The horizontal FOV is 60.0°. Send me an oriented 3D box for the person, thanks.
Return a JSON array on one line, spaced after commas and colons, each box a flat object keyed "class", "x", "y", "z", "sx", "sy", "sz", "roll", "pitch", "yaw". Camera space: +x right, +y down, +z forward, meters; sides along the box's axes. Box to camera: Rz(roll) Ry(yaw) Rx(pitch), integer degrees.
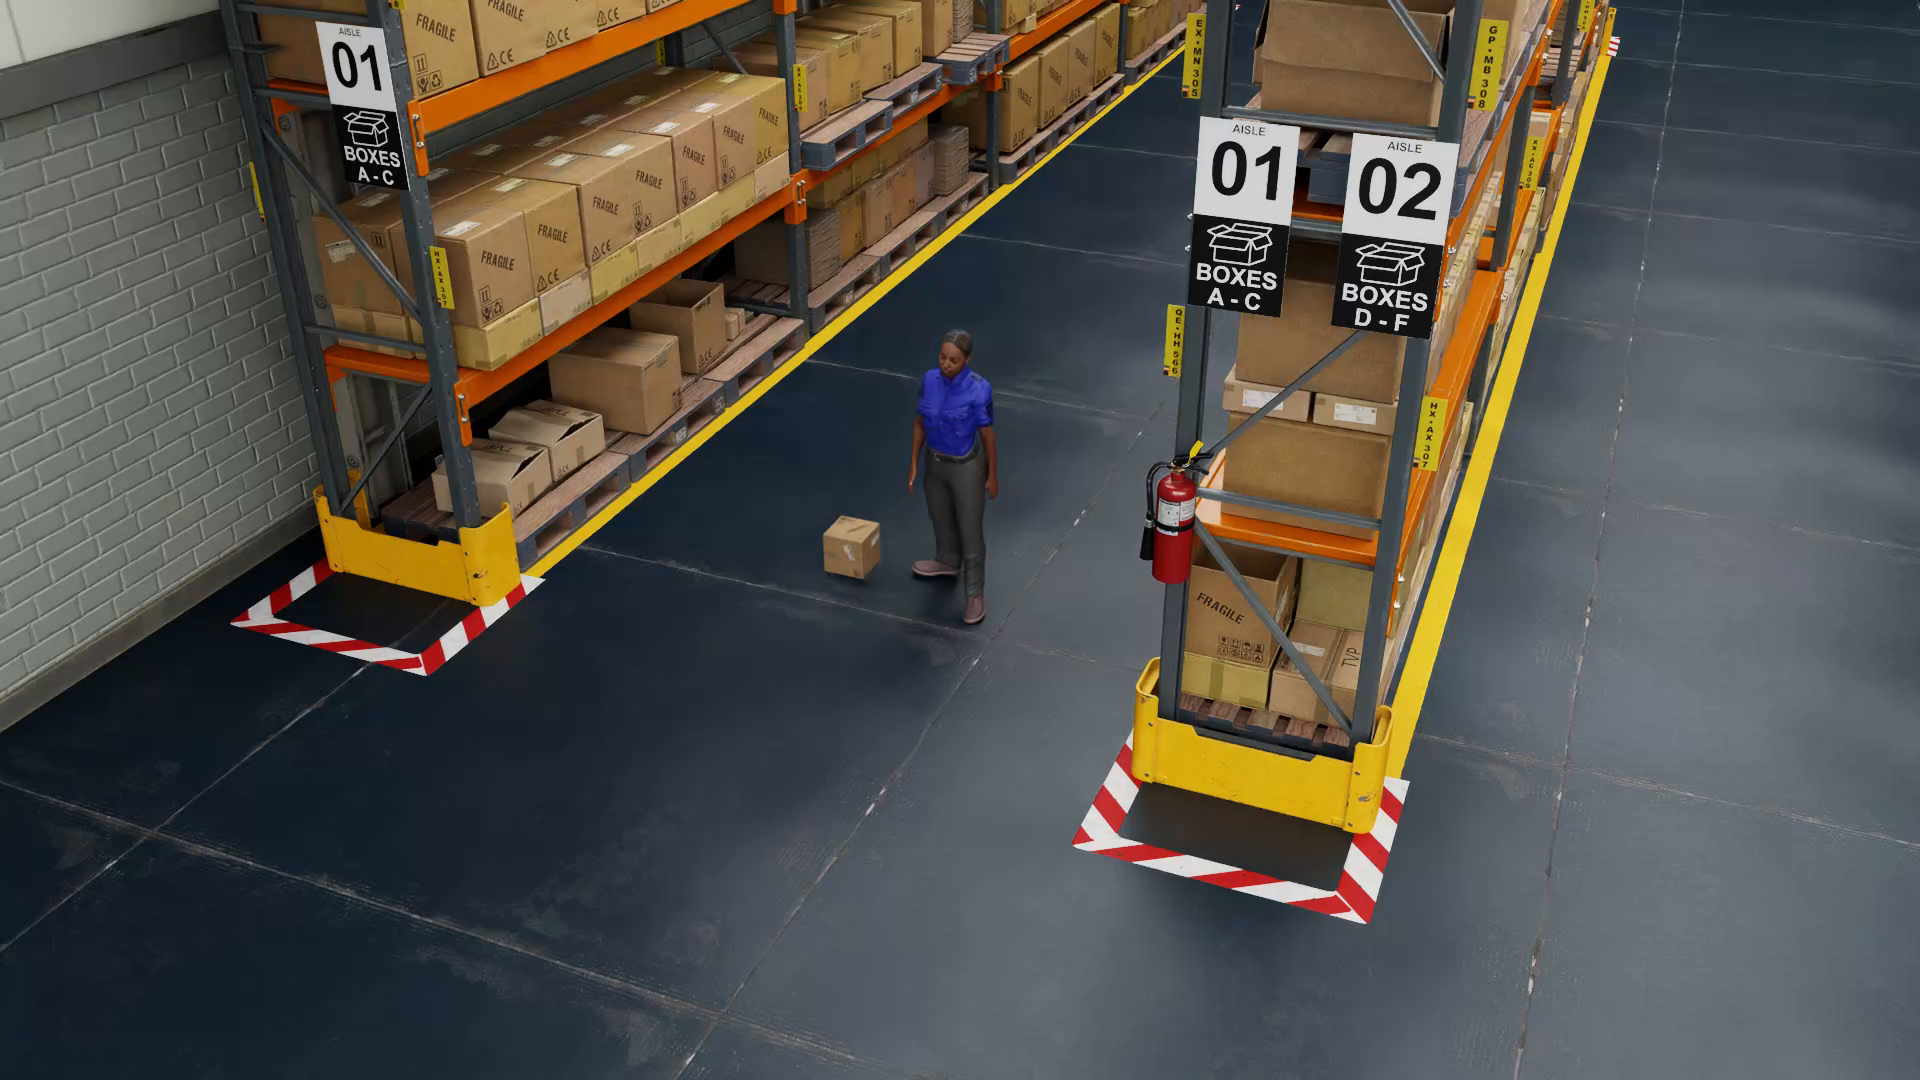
[{"class": "person", "x": -0.058, "y": -0.409, "z": 9.099, "sx": 0.640, "sy": 1.663, "sz": 0.440, "roll": 21, "pitch": 36, "yaw": 32}]
